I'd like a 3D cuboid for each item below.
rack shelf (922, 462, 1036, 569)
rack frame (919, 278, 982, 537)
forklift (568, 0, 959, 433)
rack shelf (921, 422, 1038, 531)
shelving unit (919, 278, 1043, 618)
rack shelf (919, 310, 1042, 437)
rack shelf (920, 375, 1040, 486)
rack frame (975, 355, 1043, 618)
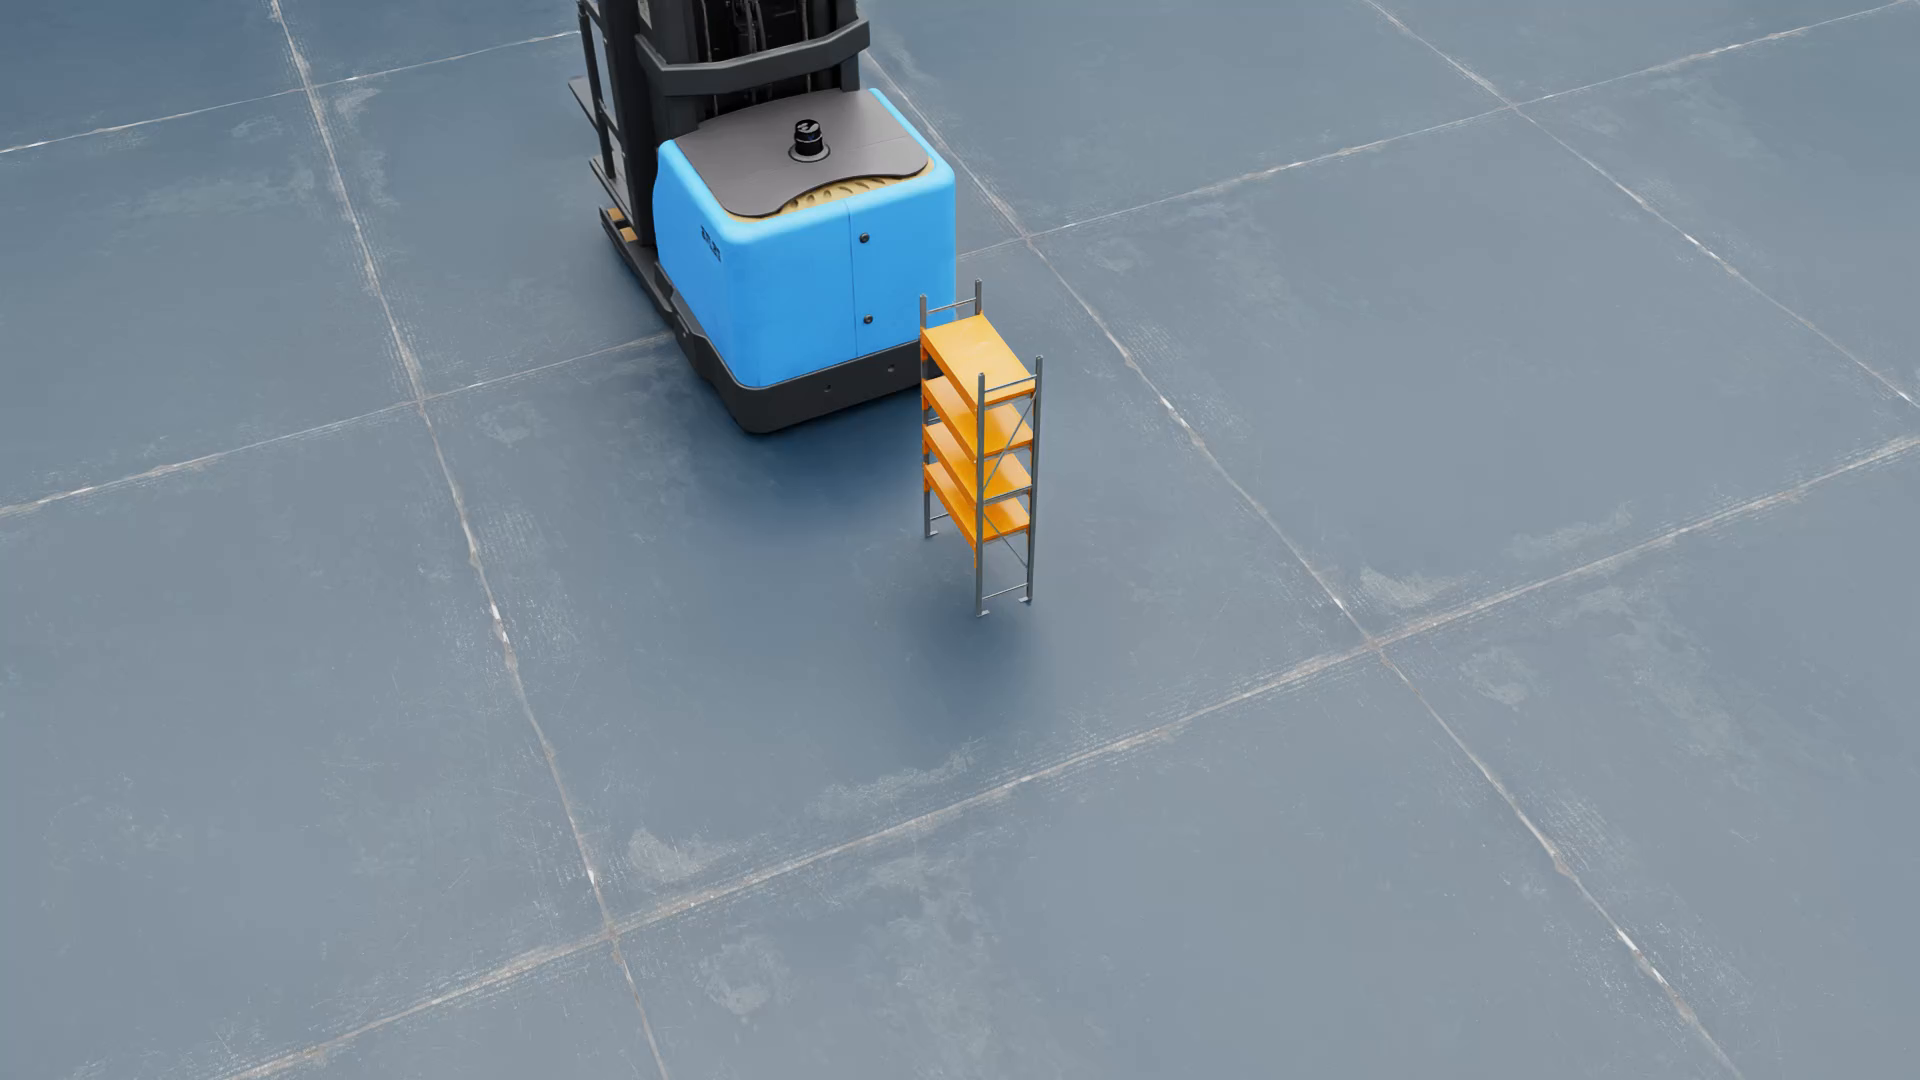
[{"bbox_3d":[0.070,-0.132,6.408,0.258,0.148,0.480,-18,47,-17],"label":"rack shelf"},{"bbox_3d":[-0.033,-0.477,6.379,0.240,1.200,0.015,-18,47,-17],"label":"rack frame"},{"bbox_3d":[-1.123,-2.537,7.235,1.130,2.935,3.031,-20,48,-19],"label":"forklift"},{"bbox_3d":[0.070,-0.274,6.269,0.258,0.148,0.480,-18,47,-17],"label":"rack shelf"},{"bbox_3d":[0.070,-0.322,6.222,0.258,1.200,0.503,-18,47,-17],"label":"shelving unit"},{"bbox_3d":[0.070,-0.601,5.946,0.258,0.148,0.480,-18,47,-17],"label":"rack shelf"},{"bbox_3d":[0.070,-0.433,6.112,0.258,0.148,0.480,-18,47,-17],"label":"rack shelf"},{"bbox_3d":[0.172,-0.166,6.064,0.240,1.200,0.015,-18,47,-17],"label":"rack frame"}]
